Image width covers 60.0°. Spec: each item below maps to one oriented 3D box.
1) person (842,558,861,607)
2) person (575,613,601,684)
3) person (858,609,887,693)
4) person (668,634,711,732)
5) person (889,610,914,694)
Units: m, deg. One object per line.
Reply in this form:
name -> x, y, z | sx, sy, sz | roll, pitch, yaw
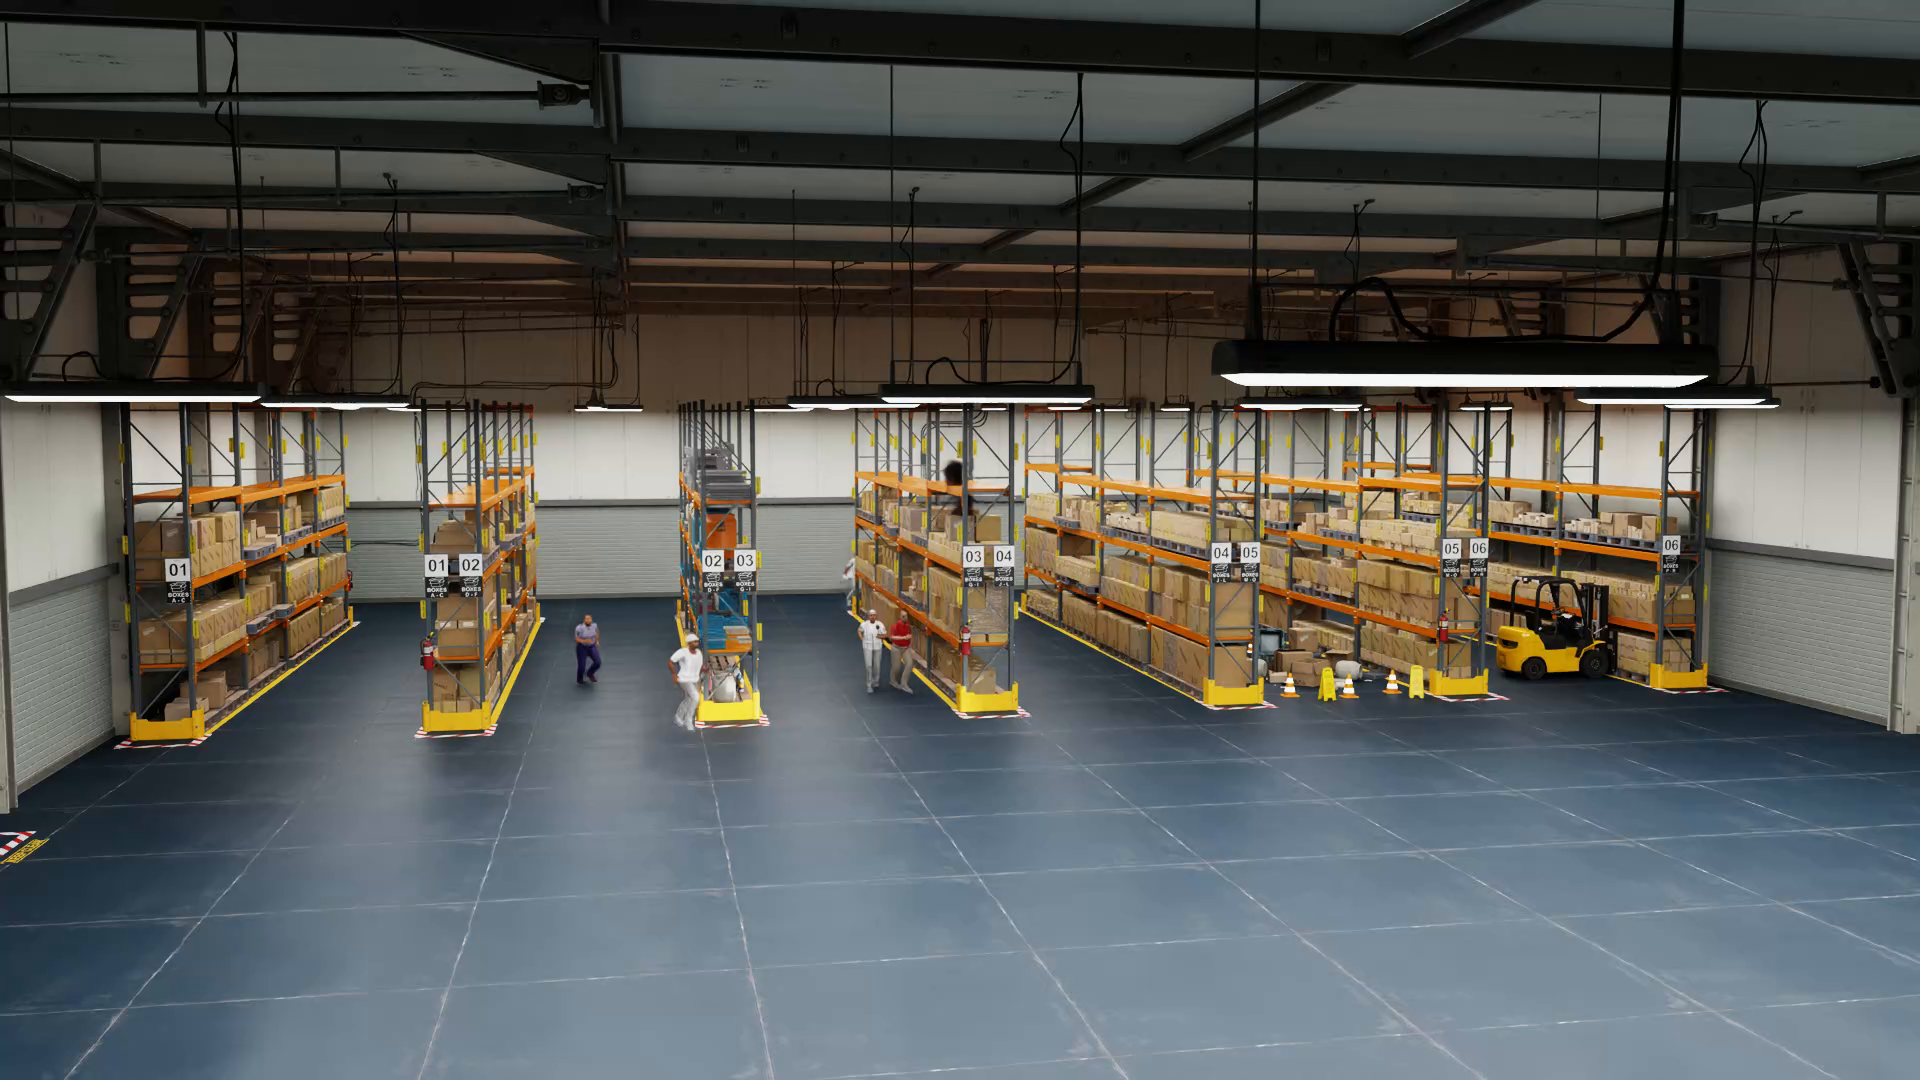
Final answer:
person -> -3.044, 1.136, 49.289 | 0.754, 1.704, 0.661 | 3, 6, 39
person -> -7.870, 2.301, 35.151 | 0.612, 1.542, 0.831 | -3, 5, -35
person -> -1.810, 2.291, 34.488 | 0.605, 1.716, 0.722 | 0, 4, -6
person -> -4.911, 2.585, 30.217 | 0.827, 1.777, 0.630 | 3, 5, 31
person -> -1.276, 2.289, 34.326 | 0.602, 1.717, 0.860 | -3, 5, -36
